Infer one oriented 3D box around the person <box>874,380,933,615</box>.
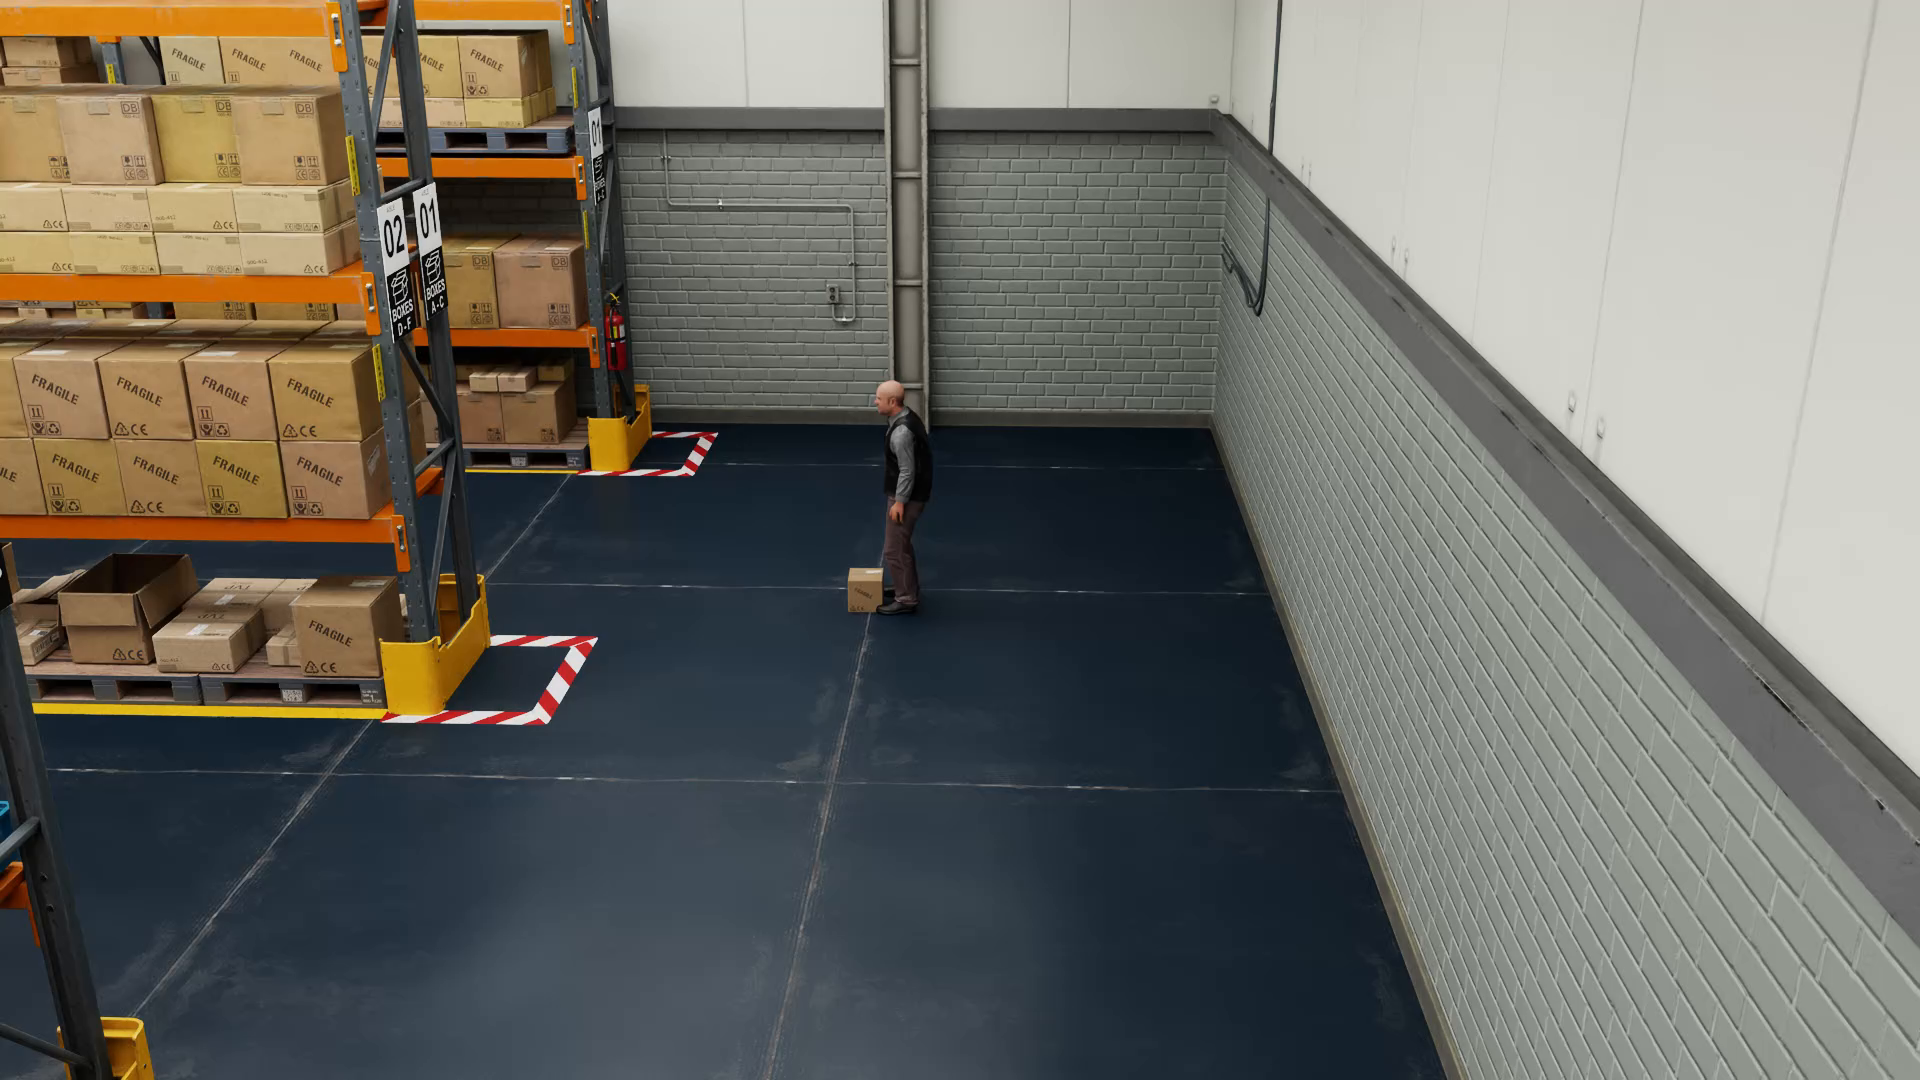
[{"bbox_3d":[-0.406,-0.319,11.964,0.424,1.719,0.573,-1,21,-1],"label":"person"}]
